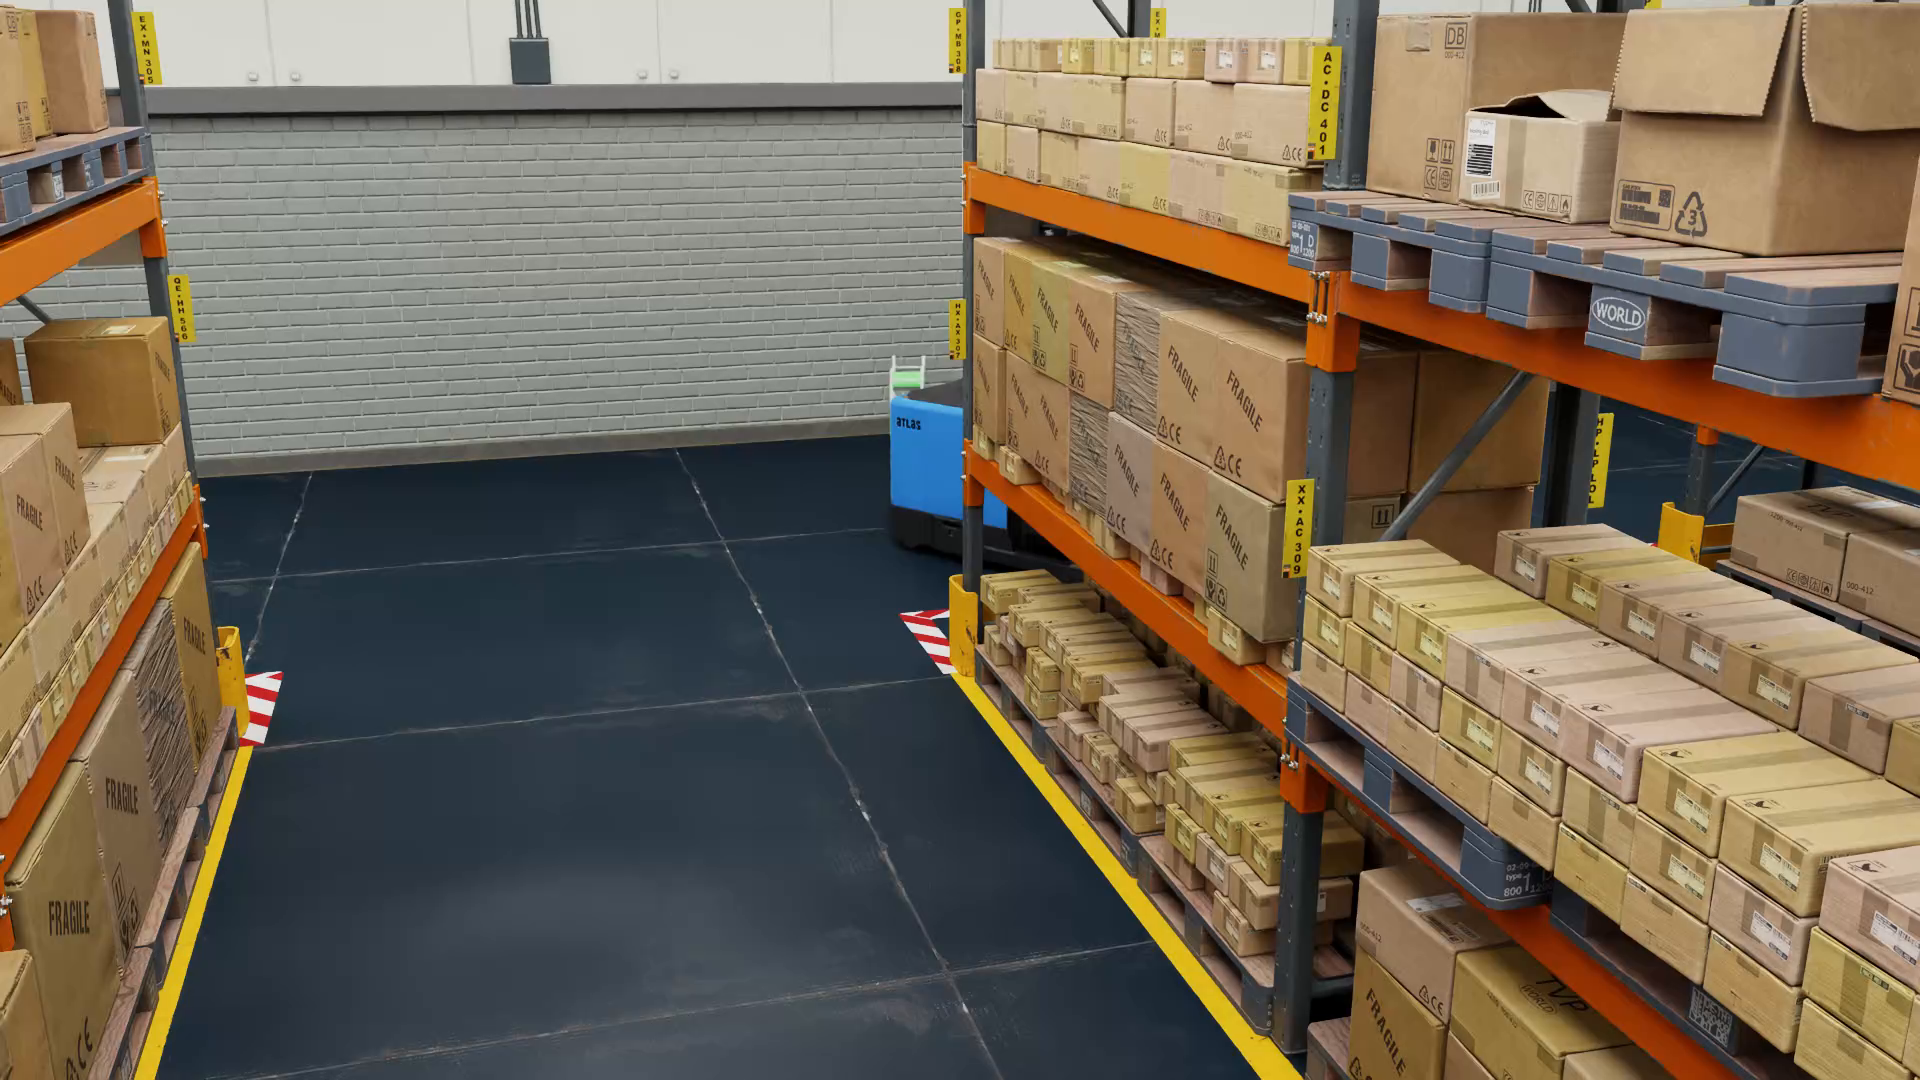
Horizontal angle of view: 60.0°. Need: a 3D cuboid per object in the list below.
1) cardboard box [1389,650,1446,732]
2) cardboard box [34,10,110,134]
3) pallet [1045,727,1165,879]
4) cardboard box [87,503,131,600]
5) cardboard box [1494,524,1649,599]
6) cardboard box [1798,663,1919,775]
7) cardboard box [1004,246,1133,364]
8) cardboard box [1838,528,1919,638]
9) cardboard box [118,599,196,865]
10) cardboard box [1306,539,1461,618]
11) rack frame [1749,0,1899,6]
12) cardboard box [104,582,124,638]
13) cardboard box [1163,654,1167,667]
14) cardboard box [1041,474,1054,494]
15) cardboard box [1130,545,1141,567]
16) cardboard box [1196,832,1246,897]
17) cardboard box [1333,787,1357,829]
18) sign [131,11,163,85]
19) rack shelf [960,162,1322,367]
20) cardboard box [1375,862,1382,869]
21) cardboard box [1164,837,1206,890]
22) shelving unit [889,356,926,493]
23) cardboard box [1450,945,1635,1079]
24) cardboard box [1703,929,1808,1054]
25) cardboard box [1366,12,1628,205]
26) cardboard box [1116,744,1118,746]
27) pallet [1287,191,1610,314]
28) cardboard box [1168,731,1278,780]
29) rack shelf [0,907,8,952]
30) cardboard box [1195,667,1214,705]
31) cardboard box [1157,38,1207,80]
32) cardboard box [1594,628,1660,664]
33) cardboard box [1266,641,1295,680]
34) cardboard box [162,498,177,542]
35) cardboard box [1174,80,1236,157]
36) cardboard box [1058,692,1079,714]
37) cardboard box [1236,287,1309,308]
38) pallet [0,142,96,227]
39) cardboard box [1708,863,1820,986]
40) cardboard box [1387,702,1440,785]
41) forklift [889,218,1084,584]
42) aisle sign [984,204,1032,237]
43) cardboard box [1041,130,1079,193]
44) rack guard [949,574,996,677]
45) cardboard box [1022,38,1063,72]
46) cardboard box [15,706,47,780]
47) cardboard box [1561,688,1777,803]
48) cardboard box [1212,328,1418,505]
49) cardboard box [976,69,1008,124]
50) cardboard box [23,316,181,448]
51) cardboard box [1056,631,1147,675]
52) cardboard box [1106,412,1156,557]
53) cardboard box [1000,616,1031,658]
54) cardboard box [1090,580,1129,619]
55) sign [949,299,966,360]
[{"bbox_3d":[1.422,0.399,4.600,0.380,0.149,0.250,-4,17,-14],"label":"cardboard box"},{"bbox_3d":[-4.090,-2.002,7.112,0.700,0.500,0.500,-6,18,-19],"label":"cardboard box"},{"bbox_3d":[1.054,1.148,7.763,1.003,0.211,1.213,-5,17,-15],"label":"pallet"},{"bbox_3d":[-3.470,0.059,6.286,0.500,0.250,0.500,-5,17,-15],"label":"cardboard box"},{"bbox_3d":[1.909,0.064,5.199,0.380,0.149,0.250,-4,17,-13],"label":"cardboard box"},{"bbox_3d":[2.267,0.424,3.998,0.380,0.149,0.250,-6,18,-18],"label":"cardboard box"},{"bbox_3d":[0.525,-1.158,8.163,0.500,0.500,0.500,-4,17,-14],"label":"cardboard box"},{"bbox_3d":[5.781,0.261,9.592,0.875,0.438,0.875,-4,17,-14],"label":"cardboard box"},{"bbox_3d":[-3.782,0.830,6.937,0.875,0.875,0.875,-5,17,-15],"label":"cardboard box"},{"bbox_3d":[1.277,0.113,5.033,0.380,0.149,0.250,-4,17,-12],"label":"cardboard box"},{"bbox_3d":[5.244,-4.065,9.843,1.000,3.000,0.127,-5,17,-15],"label":"rack frame"},{"bbox_3d":[-3.377,0.279,6.245,0.380,0.149,0.250,-5,17,-17],"label":"cardboard box"},{"bbox_3d":[1.231,0.658,8.255,0.380,0.149,0.250,-4,17,-14],"label":"cardboard box"},{"bbox_3d":[0.621,-0.330,8.274,0.380,0.149,0.250,-4,17,-13],"label":"cardboard box"},{"bbox_3d":[0.947,0.032,7.069,0.380,0.149,0.250,-5,17,-16],"label":"cardboard box"},{"bbox_3d":[1.133,1.220,6.386,0.380,0.149,0.250,-6,18,-18],"label":"cardboard box"},{"bbox_3d":[1.697,1.021,6.532,0.380,0.149,0.250,-4,17,-13],"label":"cardboard box"},{"bbox_3d":[-3.759,-2.270,7.680,0.100,0.325,0.005,-5,17,-15],"label":"sign"},{"bbox_3d":[1.062,-1.311,7.140,1.077,0.370,4.000,-5,17,-15],"label":"rack shelf"},{"bbox_3d":[1.819,1.230,6.352,0.380,0.149,0.250,-4,17,-13],"label":"cardboard box"},{"bbox_3d":[1.050,1.270,6.736,0.380,0.149,0.250,-5,18,-17],"label":"cardboard box"},{"bbox_3d":[-0.381,-0.721,12.267,0.258,1.200,0.503,0,17,0],"label":"shelving unit"},{"bbox_3d":[1.709,1.343,4.578,0.500,0.250,0.500,-4,17,-14],"label":"cardboard box"},{"bbox_3d":[1.785,0.904,3.435,0.380,0.149,0.250,-4,17,-14],"label":"cardboard box"},{"bbox_3d":[1.610,-1.238,4.742,0.700,0.500,0.500,-5,17,-15],"label":"cardboard box"},{"bbox_3d":[0.892,0.848,7.623,0.380,0.149,0.250,-4,17,-13],"label":"cardboard box"},{"bbox_3d":[1.678,-0.834,4.626,1.213,0.211,1.003,-5,17,-15],"label":"pallet"},{"bbox_3d":[1.083,0.922,6.862,0.380,0.149,0.250,-4,17,-13],"label":"cardboard box"},{"bbox_3d":[-2.636,1.596,2.676,1.077,0.370,4.000,-5,17,-15],"label":"rack shelf"},{"bbox_3d":[1.311,0.667,7.708,0.380,0.149,0.250,-5,17,-15],"label":"cardboard box"},{"bbox_3d":[0.968,-1.814,6.261,0.380,0.149,0.250,-5,18,-17],"label":"cardboard box"},{"bbox_3d":[2.049,0.347,4.774,0.380,0.149,0.250,-4,17,-13],"label":"cardboard box"},{"bbox_3d":[1.308,0.394,5.864,0.380,0.149,0.250,-5,17,-16],"label":"cardboard box"},{"bbox_3d":[-3.729,-0.074,7.421,0.380,0.149,0.250,-5,17,-15],"label":"cardboard box"},{"bbox_3d":[1.108,-1.523,5.985,0.500,0.250,0.500,-5,18,-18],"label":"cardboard box"},{"bbox_3d":[0.700,0.838,8.173,0.380,0.149,0.250,-5,17,-15],"label":"cardboard box"},{"bbox_3d":[1.456,-0.763,6.851,0.500,0.500,0.500,-4,17,-14],"label":"cardboard box"},{"bbox_3d":[-3.732,-1.260,5.873,1.003,0.211,1.213,-5,17,-15],"label":"pallet"},{"bbox_3d":[1.780,0.760,3.399,0.380,0.149,0.250,-4,17,-14],"label":"cardboard box"},{"bbox_3d":[1.424,0.544,4.634,0.380,0.149,0.250,-5,17,-15],"label":"cardboard box"},{"bbox_3d":[0.979,-1.218,10.911,3.031,2.935,1.130,12,21,36],"label":"forklift"},{"bbox_3d":[0.203,-2.014,8.924,0.394,0.787,0.004,-5,17,-15],"label":"aisle sign"},{"bbox_3d":[0.684,-1.706,7.462,0.500,0.250,0.500,-5,18,-17],"label":"cardboard box"},{"bbox_3d":[0.533,0.446,9.600,1.175,0.500,0.348,-5,17,-15],"label":"rack guard"},{"bbox_3d":[0.505,-2.240,7.680,0.380,0.149,0.250,-4,17,-14],"label":"cardboard box"},{"bbox_3d":[-3.019,0.638,5.052,0.380,0.149,0.250,-5,18,-17],"label":"cardboard box"},{"bbox_3d":[1.634,0.471,3.843,0.380,0.149,0.250,-4,17,-13],"label":"cardboard box"},{"bbox_3d":[1.222,-0.444,5.787,0.500,0.500,0.500,-5,18,-17],"label":"cardboard box"},{"bbox_3d":[0.385,-2.232,8.346,0.500,0.250,0.500,-4,17,-14],"label":"cardboard box"},{"bbox_3d":[-3.898,-0.724,7.589,0.500,0.500,0.500,-4,17,-15],"label":"cardboard box"},{"bbox_3d":[0.682,0.565,8.050,0.380,0.149,0.250,-4,17,-13],"label":"cardboard box"},{"bbox_3d":[0.930,-0.249,6.877,0.500,0.500,0.500,-5,17,-16],"label":"cardboard box"},{"bbox_3d":[0.430,0.495,8.800,0.380,0.149,0.250,-5,17,-16],"label":"cardboard box"},{"bbox_3d":[0.915,0.307,8.907,0.380,0.149,0.250,-4,17,-14],"label":"cardboard box"},{"bbox_3d":[-0.010,-1.144,9.043,0.100,0.325,0.005,-5,17,-15],"label":"sign"}]
